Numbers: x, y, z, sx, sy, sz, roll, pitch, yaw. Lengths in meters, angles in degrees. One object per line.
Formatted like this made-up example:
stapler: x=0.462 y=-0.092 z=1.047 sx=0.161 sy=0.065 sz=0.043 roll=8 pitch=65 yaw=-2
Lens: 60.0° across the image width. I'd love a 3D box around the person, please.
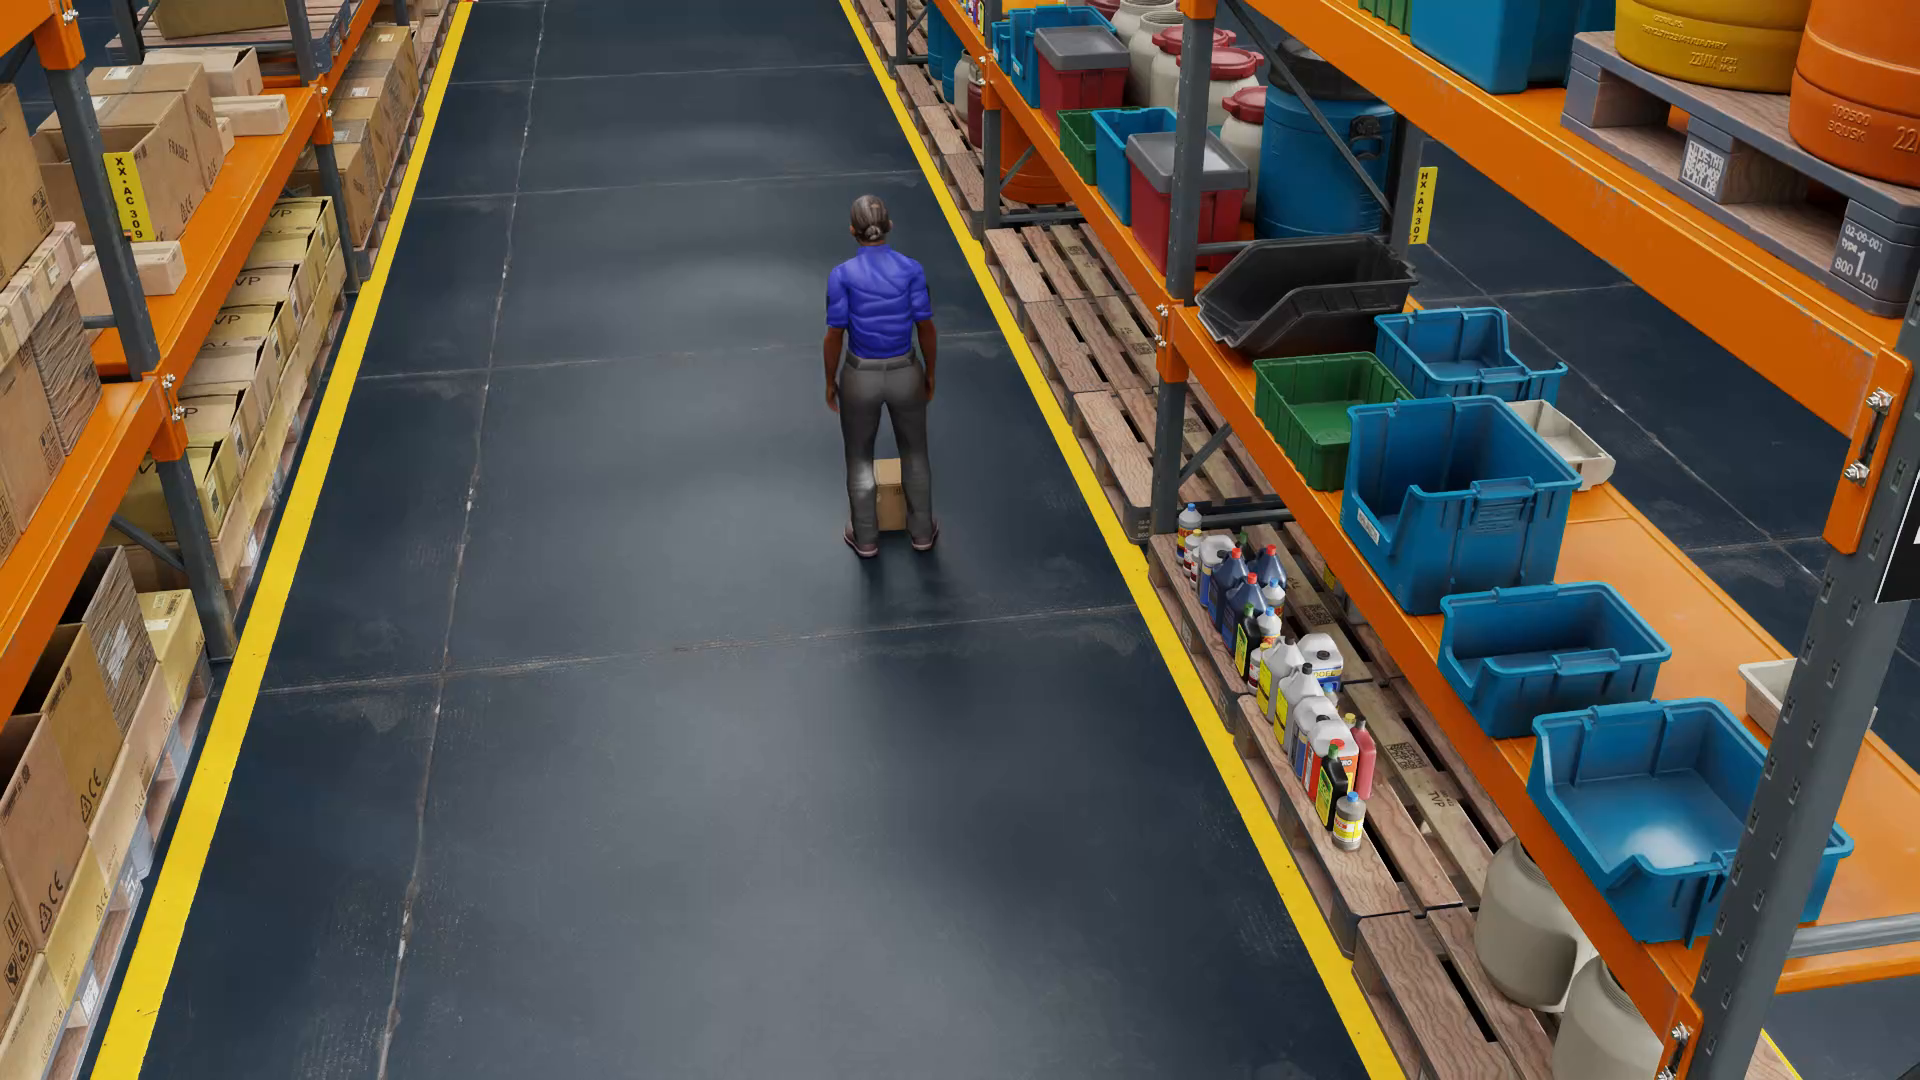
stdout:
person: x=-0.340 y=-0.692 z=7.308 sx=0.512 sy=1.640 sz=0.352 roll=-6 pitch=31 yaw=-9
